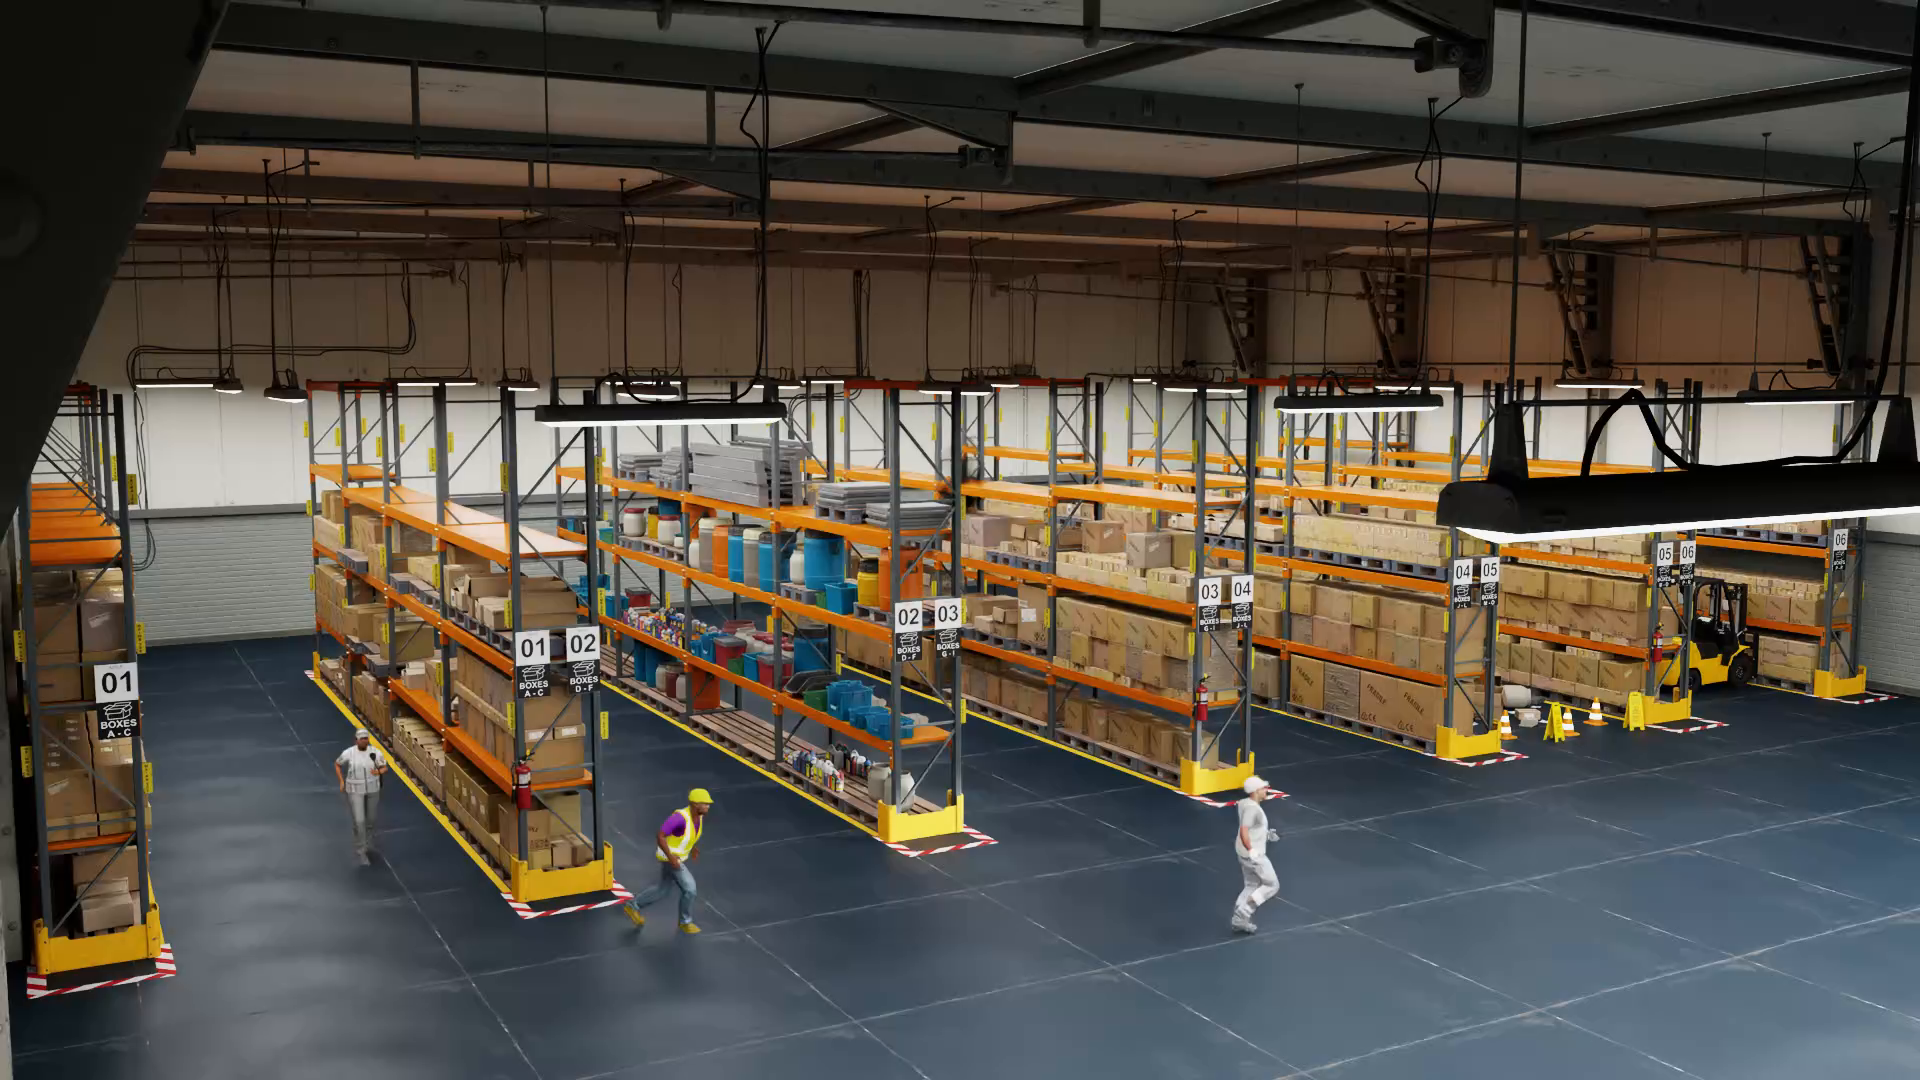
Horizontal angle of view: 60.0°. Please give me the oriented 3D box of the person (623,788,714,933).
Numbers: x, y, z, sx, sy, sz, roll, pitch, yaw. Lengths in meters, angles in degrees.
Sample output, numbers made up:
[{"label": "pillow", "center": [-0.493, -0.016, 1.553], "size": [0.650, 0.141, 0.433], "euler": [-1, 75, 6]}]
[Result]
[{"label": "person", "center": [-3.247, 3.575, 18.554], "size": [1.065, 1.663, 0.692], "euler": [1, 6, 12]}]

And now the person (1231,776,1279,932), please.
[{"label": "person", "center": [3.309, 3.488, 18.508], "size": [0.576, 1.749, 0.663], "euler": [-1, 6, -6]}]

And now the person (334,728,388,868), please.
[{"label": "person", "center": [-7.624, 3.240, 21.239], "size": [0.581, 1.706, 0.847], "euler": [-4, 7, -34]}]
